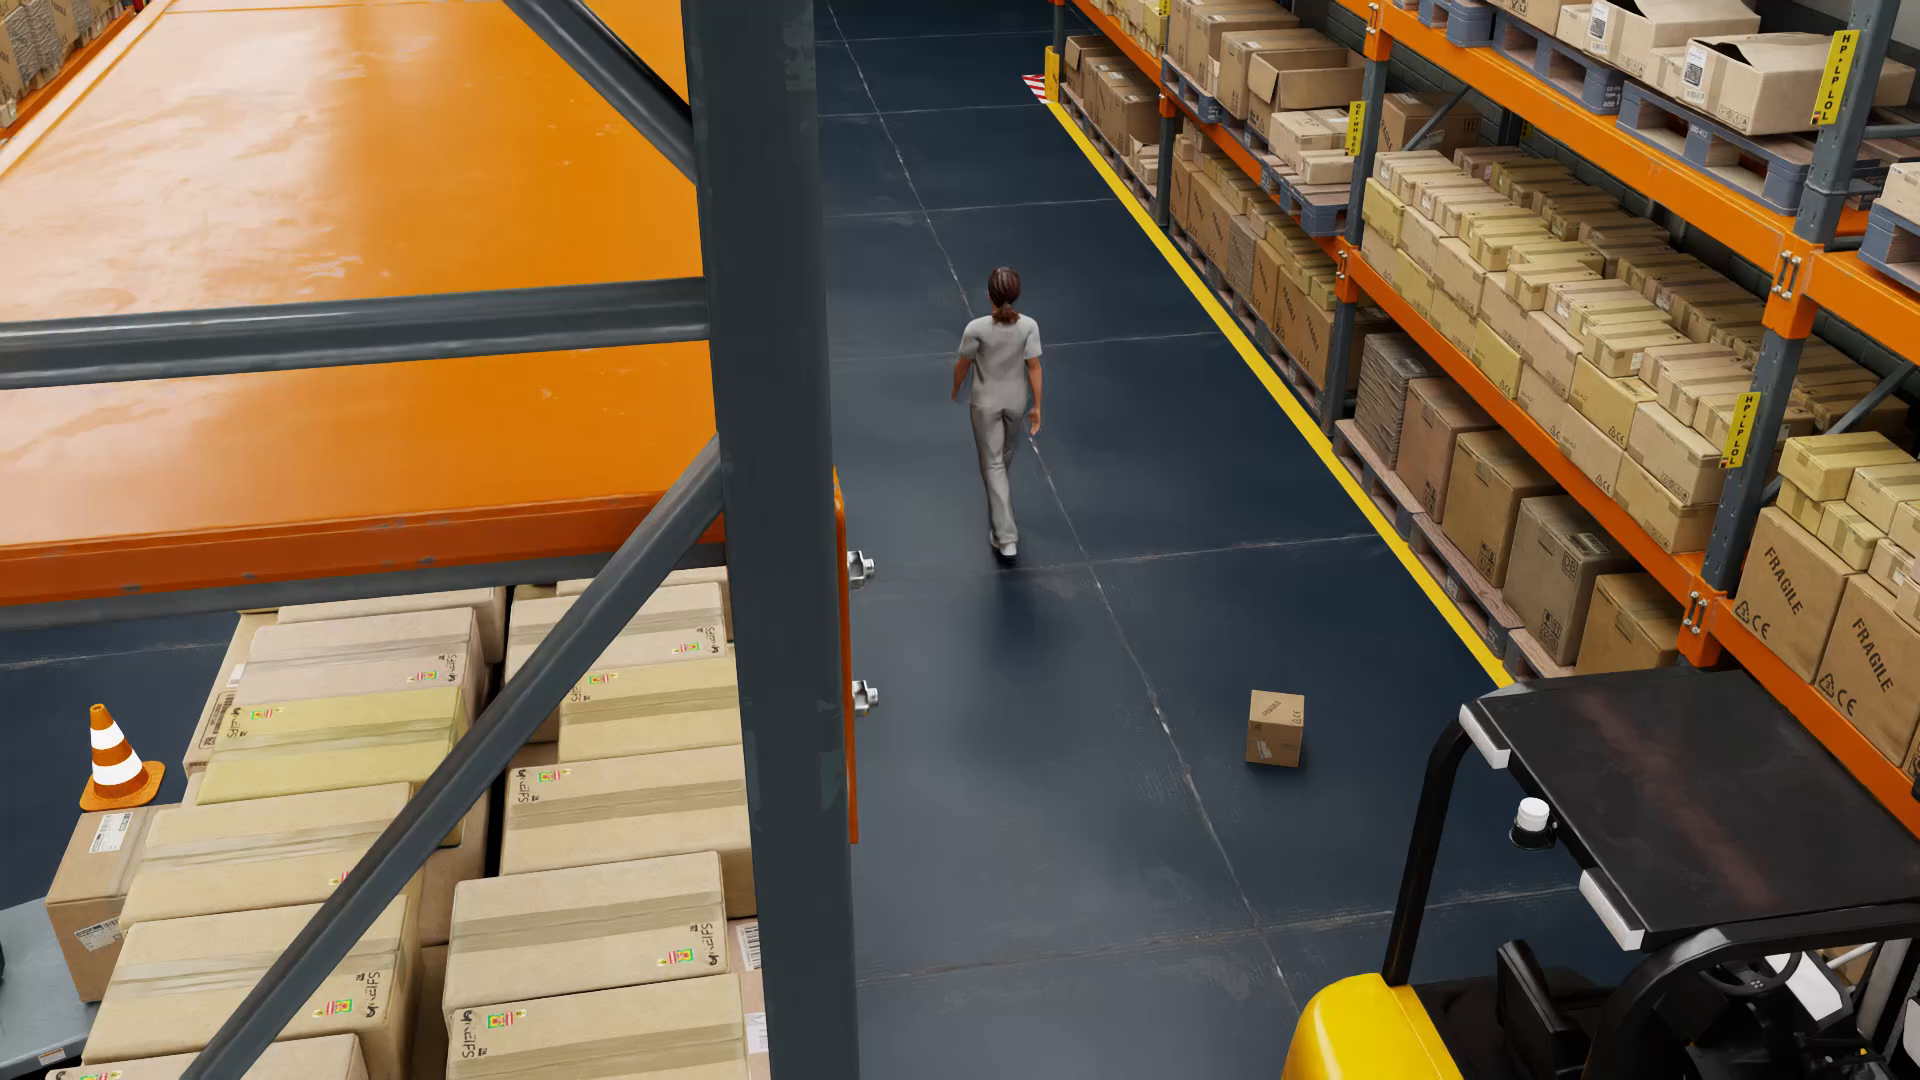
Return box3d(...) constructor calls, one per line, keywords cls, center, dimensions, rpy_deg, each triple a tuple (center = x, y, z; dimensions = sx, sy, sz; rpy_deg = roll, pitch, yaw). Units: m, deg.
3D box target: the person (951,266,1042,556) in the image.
box3d(cls="person", center=(0.193, -0.823, 9.493), dimensions=(0.459, 1.604, 1.029), rpy_deg=(-8, 32, -13))
